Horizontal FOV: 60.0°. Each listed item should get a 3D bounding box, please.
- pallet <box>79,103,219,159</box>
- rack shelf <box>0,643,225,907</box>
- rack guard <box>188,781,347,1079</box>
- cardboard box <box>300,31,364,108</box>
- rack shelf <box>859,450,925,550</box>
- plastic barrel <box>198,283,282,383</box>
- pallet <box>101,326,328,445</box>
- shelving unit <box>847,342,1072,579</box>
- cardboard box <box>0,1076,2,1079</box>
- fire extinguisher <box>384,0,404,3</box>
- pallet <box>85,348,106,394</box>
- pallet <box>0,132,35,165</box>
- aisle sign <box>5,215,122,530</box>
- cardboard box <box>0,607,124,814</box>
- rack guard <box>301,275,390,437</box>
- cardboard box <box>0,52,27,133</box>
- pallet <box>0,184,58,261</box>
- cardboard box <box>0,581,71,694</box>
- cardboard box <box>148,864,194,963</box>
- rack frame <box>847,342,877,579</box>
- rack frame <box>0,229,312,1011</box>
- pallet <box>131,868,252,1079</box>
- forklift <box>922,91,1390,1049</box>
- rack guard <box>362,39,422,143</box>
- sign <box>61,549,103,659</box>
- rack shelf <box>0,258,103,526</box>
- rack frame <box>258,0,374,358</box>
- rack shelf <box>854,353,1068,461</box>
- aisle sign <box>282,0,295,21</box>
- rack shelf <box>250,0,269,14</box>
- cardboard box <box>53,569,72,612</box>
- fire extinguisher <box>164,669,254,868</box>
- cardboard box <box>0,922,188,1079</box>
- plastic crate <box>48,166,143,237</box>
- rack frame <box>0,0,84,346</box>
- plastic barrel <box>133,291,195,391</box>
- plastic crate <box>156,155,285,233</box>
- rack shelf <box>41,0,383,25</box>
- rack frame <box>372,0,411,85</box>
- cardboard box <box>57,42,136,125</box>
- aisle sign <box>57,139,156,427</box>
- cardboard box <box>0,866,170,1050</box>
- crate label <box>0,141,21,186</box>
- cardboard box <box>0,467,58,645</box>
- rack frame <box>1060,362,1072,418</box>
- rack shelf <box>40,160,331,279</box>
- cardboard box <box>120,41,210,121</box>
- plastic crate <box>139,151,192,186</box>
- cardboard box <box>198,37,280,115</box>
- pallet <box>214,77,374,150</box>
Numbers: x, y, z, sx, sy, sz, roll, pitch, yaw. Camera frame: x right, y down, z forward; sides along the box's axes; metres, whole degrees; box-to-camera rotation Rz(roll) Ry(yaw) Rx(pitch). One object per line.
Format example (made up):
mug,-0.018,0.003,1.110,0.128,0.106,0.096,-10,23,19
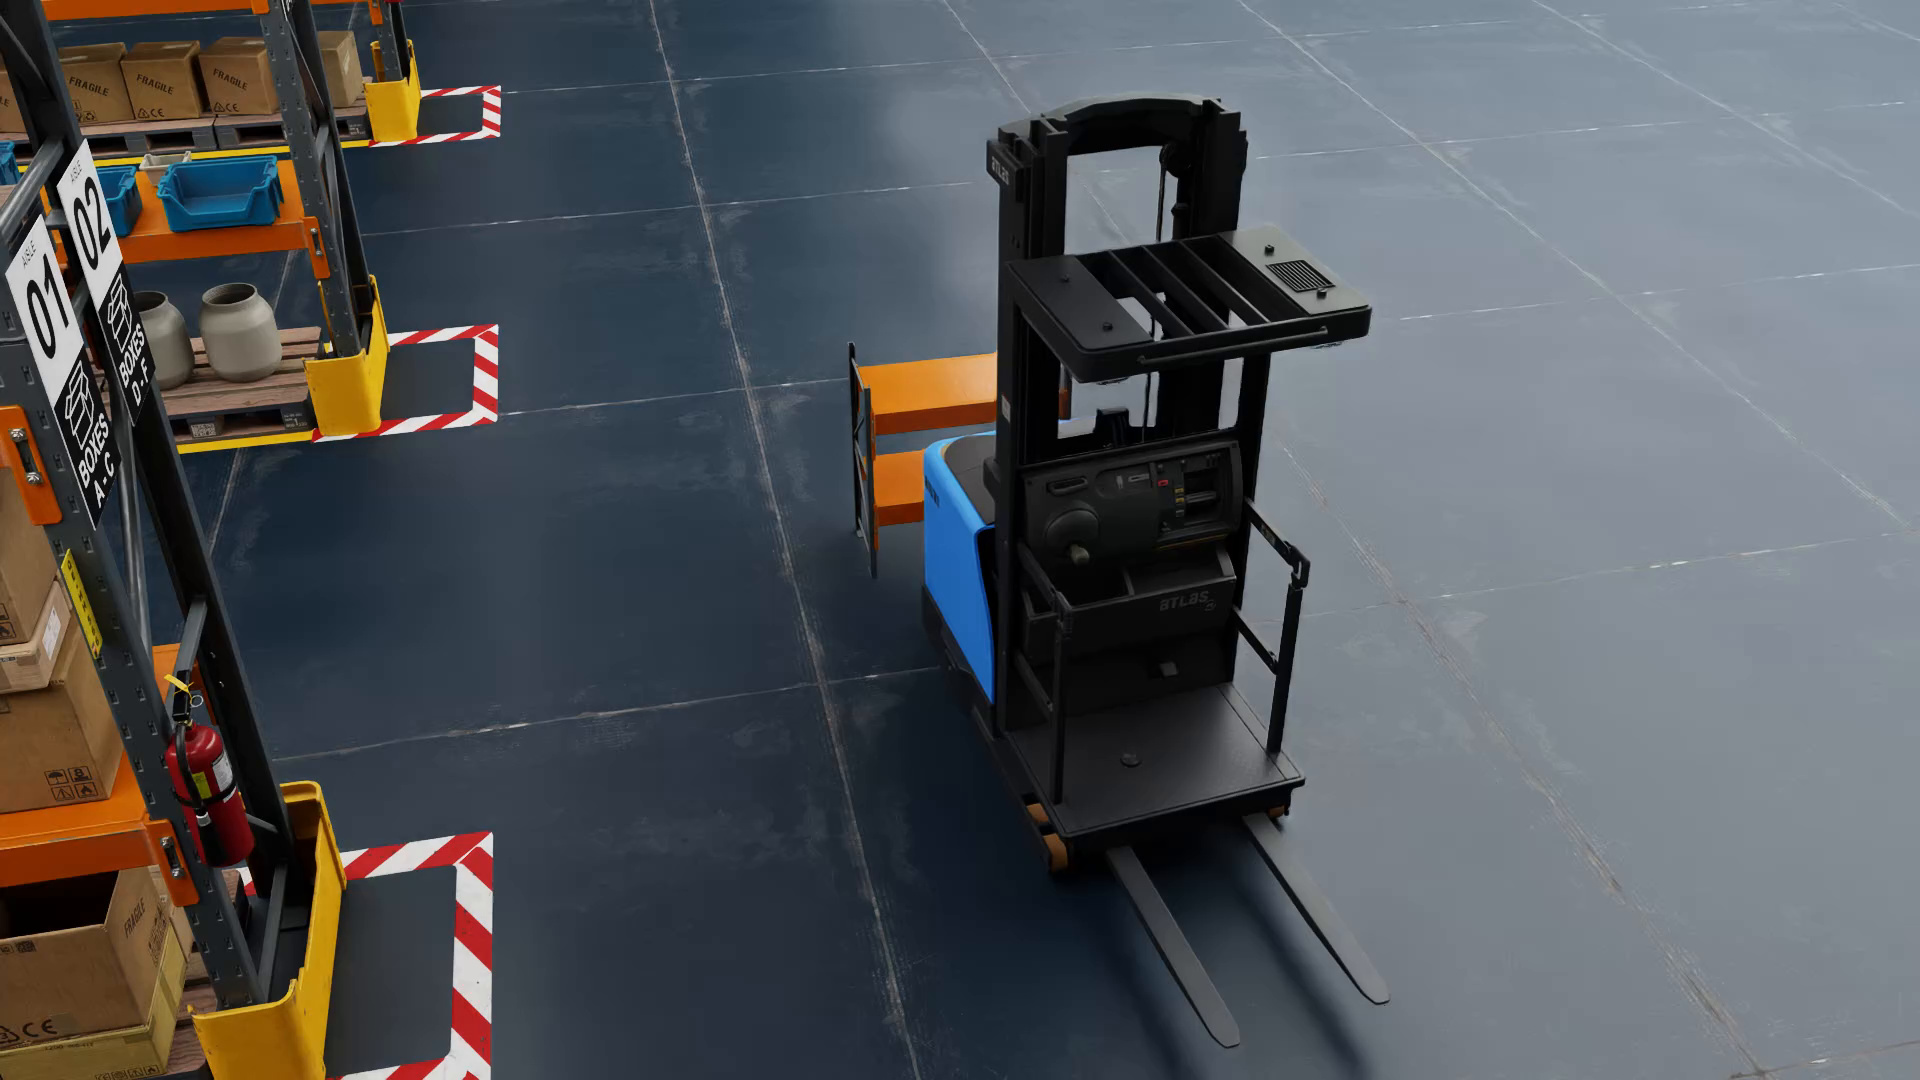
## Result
pallet,-6.859,-3.522,14.032,1.213,0.211,1.003,-7,35,-11
rack shelf,-4.566,1.011,5.420,4.000,0.370,1.077,-7,35,-11
rack guard,-2.592,1.501,6.287,0.348,0.500,1.175,-7,35,-11
cardboard box,-5.410,-3.987,14.089,0.500,0.500,0.500,-1,34,-2
rack shelf,-0.007,-0.263,8.795,1.000,0.278,0.538,-7,35,-11
plastic barrel,-4.329,-1.245,9.992,0.421,0.512,0.421,0,34,0
pallet,-4.561,-0.936,10.179,1.213,0.211,1.003,-7,35,-11
shelving unit,-0.007,-0.466,8.658,1.048,1.125,0.538,-7,35,-11
cardboard box,-3.558,1.728,5.796,0.500,0.250,0.500,-7,35,-11
fire extinguisher,-4.583,-4.650,13.279,0.183,0.674,0.296,-7,35,-11
pallet,-5.749,-0.788,9.958,1.213,0.211,1.003,-7,35,-11
pallet,-8.051,-3.370,13.806,1.213,0.211,1.003,-7,35,-11
aisle sign,-2.486,-0.462,4.636,0.004,0.787,0.394,-7,35,-11
cardboard box,-3.073,0.475,5.483,0.500,0.500,0.700,-7,35,-11
rack guard,-3.768,-1.153,10.243,0.348,0.500,1.175,-7,35,-11
cardboard box,-7.742,-3.665,13.609,0.500,0.500,0.500,3,34,5
pallet,-3.310,-0.670,4.666,1.213,0.211,1.003,-7,35,-11
cardboard box,-2.946,0.306,5.153,0.250,0.149,0.380,-8,35,-11
cardboard box,-3.187,1.379,6.317,0.500,0.250,0.500,-7,35,-11
rack frame,-0.502,-0.404,8.565,0.032,1.125,0.500,-7,35,-11
rack frame,-2.615,0.466,5.586,0.127,3.000,1.000,-7,35,-11
pallet,-3.352,1.741,6.189,1.213,0.211,1.003,-7,35,-11
forklift,0.769,-0.090,6.477,1.130,2.935,3.031,-11,35,-16
rack guard,-4.871,-3.871,14.293,0.348,0.500,1.175,-7,35,-11
sign,-2.509,0.184,4.755,0.005,0.325,0.100,-7,35,-11
rack shelf,-4.566,-0.235,4.584,4.000,0.370,1.077,-7,35,-11
rack frame,-3.704,-2.226,9.599,0.127,3.000,1.000,-7,35,-11
rack shelf,-0.007,-0.709,8.495,1.000,0.278,0.538,-7,35,-11
aisle sign,-3.568,-3.153,8.647,0.004,0.787,0.394,-7,35,-11
rack shelf,-5.655,-2.927,8.597,4.000,0.370,1.077,-7,35,-11
cardboard box,-3.045,0.087,5.480,0.250,0.149,0.380,-7,35,-11
fire extinguisher,-2.397,0.736,5.253,0.183,0.674,0.296,-7,35,-11
cardboard box,-3.073,1.660,5.898,0.500,0.250,0.500,-7,35,-11
plastic crate,-4.761,-1.864,9.192,0.408,0.251,0.499,-7,35,-11
rack frame,-2.615,-2.025,3.914,0.127,3.000,1.000,-7,35,-11
plastic barrel,-4.818,-1.183,9.900,0.421,0.512,0.421,0,34,0
plastic crate,-4.126,-1.940,9.306,0.616,0.251,0.499,-7,35,-11
rack shelf,-6.748,-4.374,13.444,4.000,0.370,1.077,-7,35,-11
rack frame,-4.797,-4.918,13.610,0.127,3.000,1.000,-7,35,-11
cardboard box,-7.154,-3.784,13.786,0.500,0.500,0.500,-10,35,-15
aisle sign,-2.619,-0.788,5.122,0.004,0.787,0.394,-7,35,-11
cardboard box,-3.072,1.350,5.687,0.500,0.500,0.500,-7,35,-11
crate label,-5.440,-1.868,9.032,0.616,0.435,0.502,-7,35,-11
cardboard box,-3.125,-0.057,5.112,0.500,0.500,0.700,-7,35,-10
rack frame,0.489,-0.529,8.751,0.032,1.125,0.500,-7,35,-11
rack shelf,-5.655,-1.682,9.433,4.000,0.370,1.077,-7,35,-11
cardboard box,-6.600,-3.828,13.852,0.500,0.500,0.500,-4,34,-6
plastic crate,-4.648,-2.182,9.769,0.250,0.136,0.298,-7,35,-11
cardboard box,-5.985,-3.895,13.951,0.500,0.500,0.500,1,34,2
pallet,-5.671,-3.670,14.253,1.213,0.211,1.003,-7,35,-11
